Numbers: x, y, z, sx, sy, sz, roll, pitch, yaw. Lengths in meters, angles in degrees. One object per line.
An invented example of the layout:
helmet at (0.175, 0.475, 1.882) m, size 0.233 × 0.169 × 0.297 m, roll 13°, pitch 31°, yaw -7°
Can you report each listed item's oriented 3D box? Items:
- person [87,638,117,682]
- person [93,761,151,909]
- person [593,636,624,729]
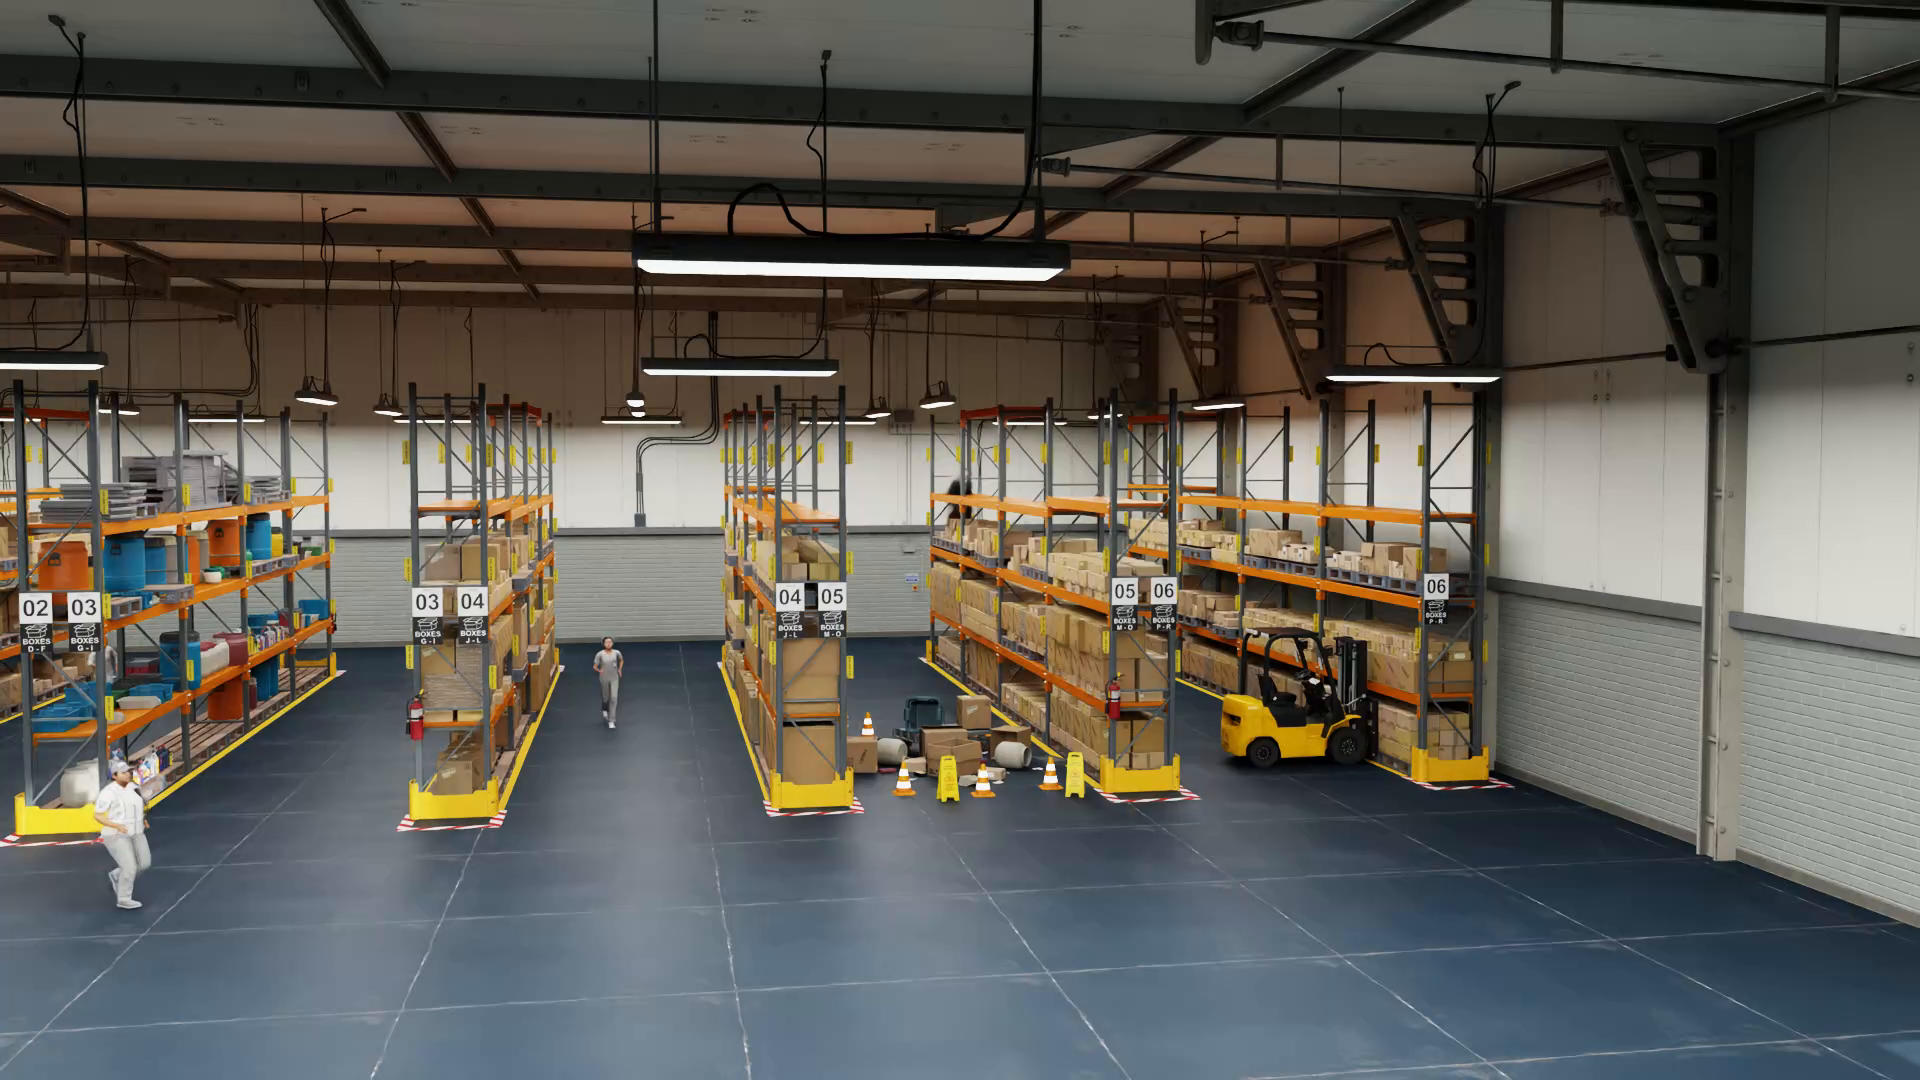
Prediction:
person at (-16.189, 2.619, 31.423) m, size 0.504 × 1.612 × 0.711 m, roll -1°, pitch 3°, yaw -18°
person at (-9.298, 3.257, 18.438) m, size 0.578 × 1.615 × 0.605 m, roll 1°, pitch 3°, yaw 20°
person at (-6.506, 2.625, 30.818) m, size 0.568 × 1.652 × 0.916 m, roll -1°, pitch 3°, yaw -18°
